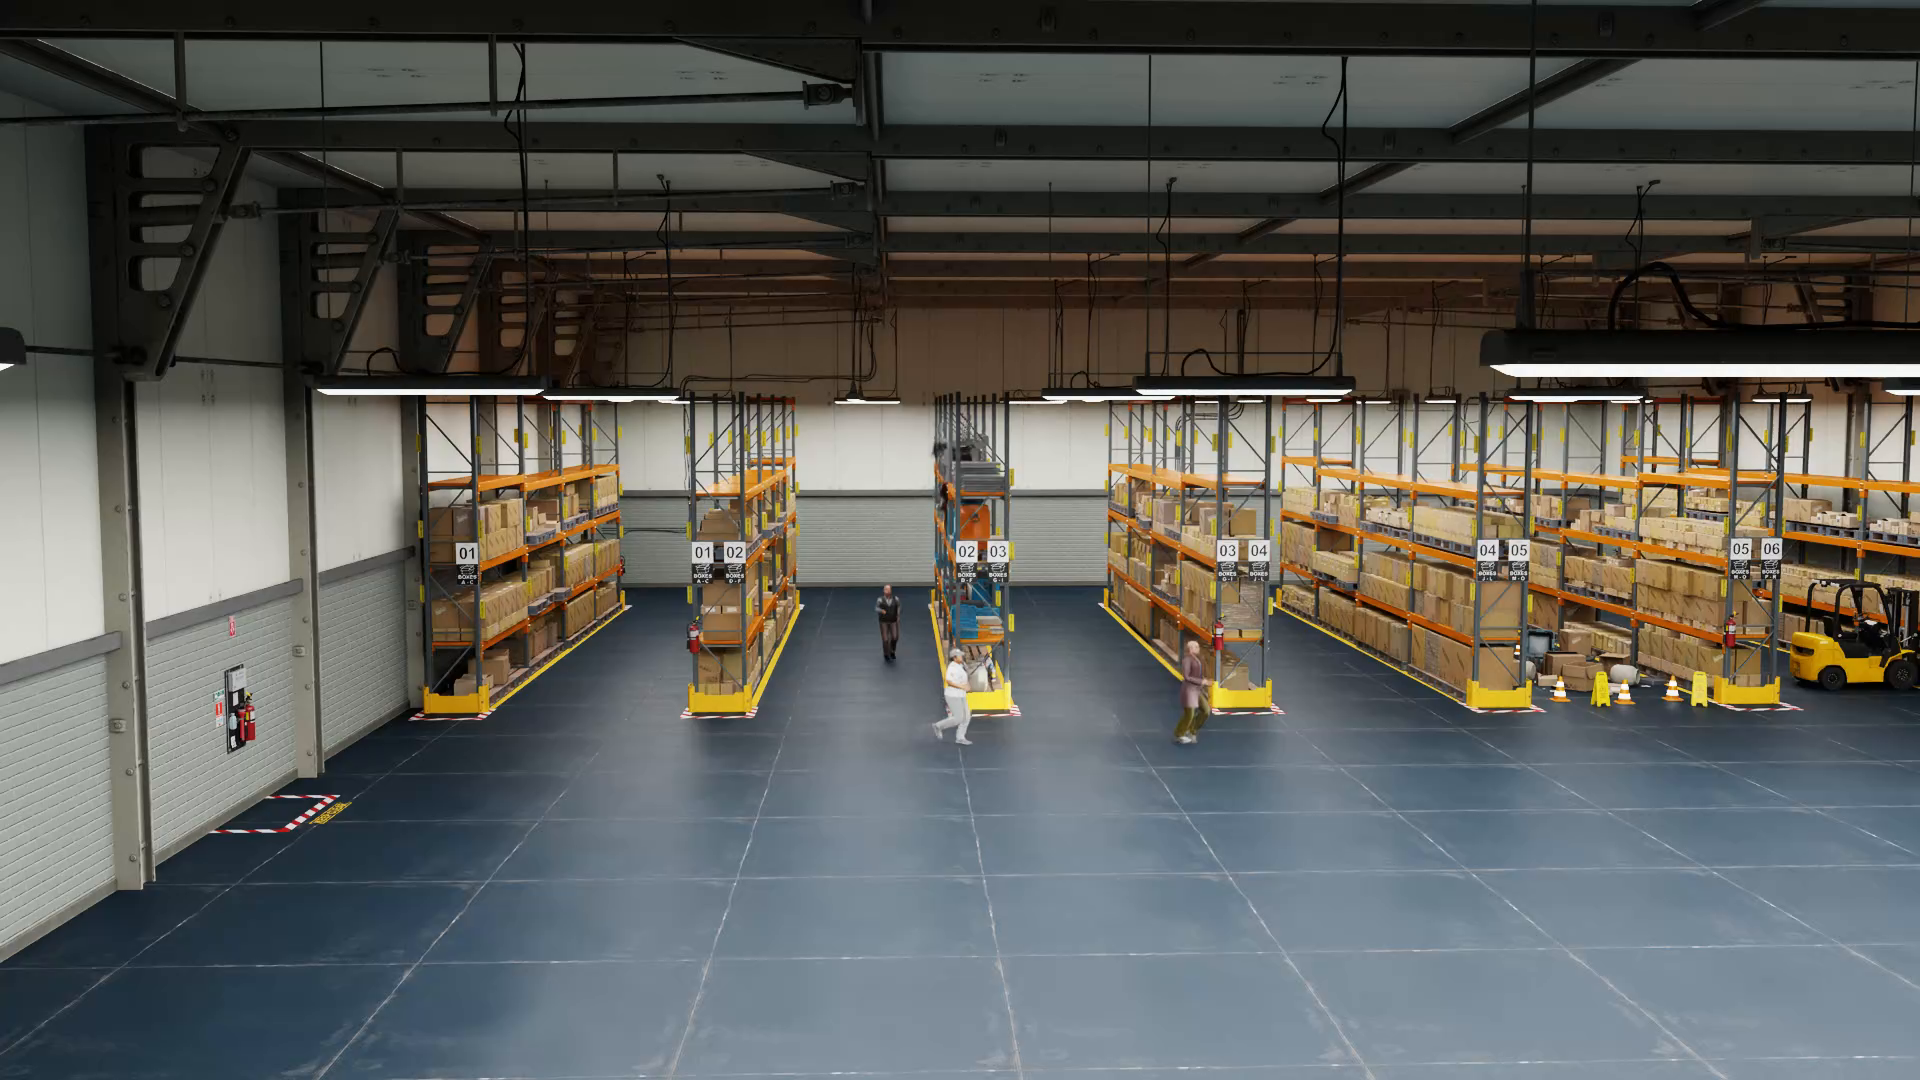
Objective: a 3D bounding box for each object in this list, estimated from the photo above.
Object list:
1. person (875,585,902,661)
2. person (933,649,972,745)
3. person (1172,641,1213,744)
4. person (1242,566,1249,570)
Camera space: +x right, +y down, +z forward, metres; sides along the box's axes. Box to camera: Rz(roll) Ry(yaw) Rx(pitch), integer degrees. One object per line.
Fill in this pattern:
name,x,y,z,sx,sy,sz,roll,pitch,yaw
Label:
person,-1.590,1.879,37.395,0.642,1.717,0.647,-1,5,-9
person,-0.098,2.651,28.198,0.657,1.630,0.613,1,5,14
person,3.977,2.545,28.169,0.724,1.690,0.732,3,5,32
person,7.874,1.117,47.225,0.759,1.646,0.589,2,5,26
